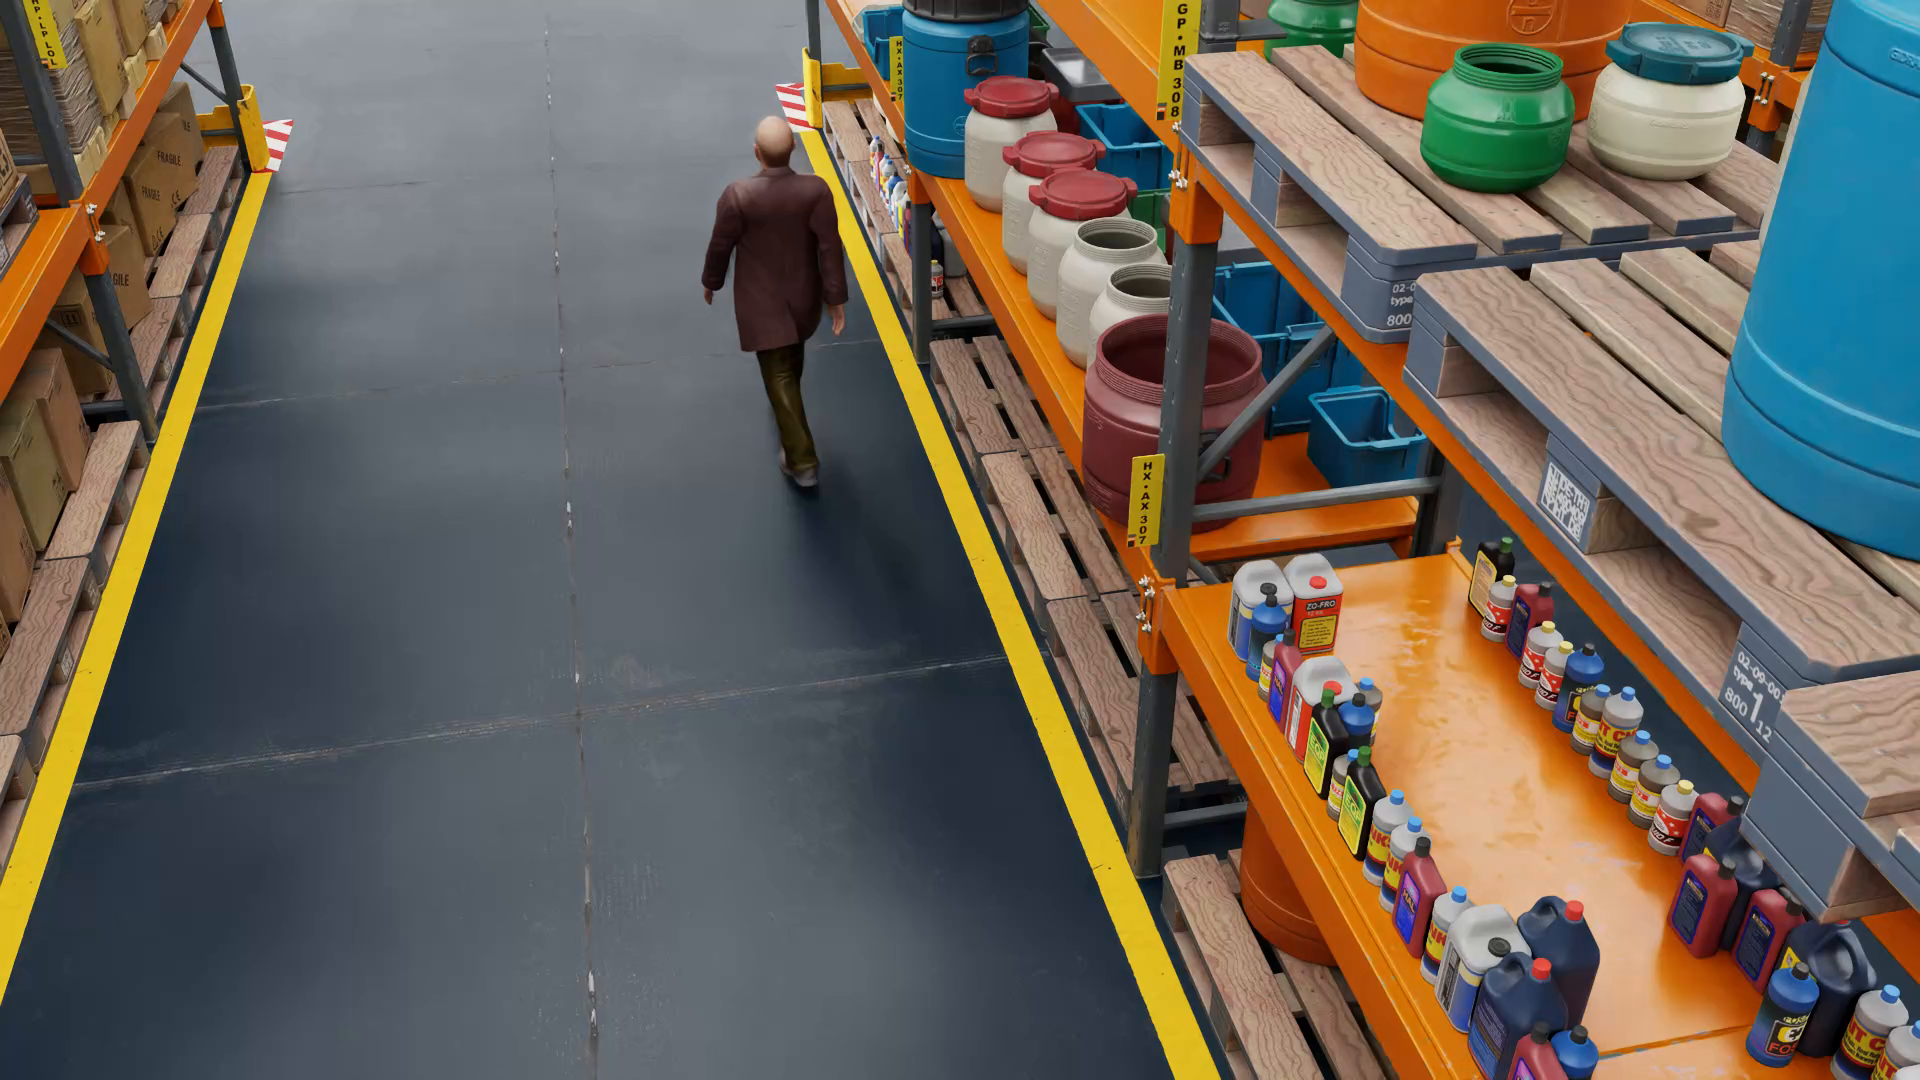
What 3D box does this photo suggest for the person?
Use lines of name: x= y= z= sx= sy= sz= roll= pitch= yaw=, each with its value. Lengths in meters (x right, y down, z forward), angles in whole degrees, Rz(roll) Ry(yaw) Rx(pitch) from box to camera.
person: x=-0.902 y=-1.207 z=7.941 sx=0.616 sy=1.724 sz=1.097 roll=-14 pitch=36 yaw=-20
